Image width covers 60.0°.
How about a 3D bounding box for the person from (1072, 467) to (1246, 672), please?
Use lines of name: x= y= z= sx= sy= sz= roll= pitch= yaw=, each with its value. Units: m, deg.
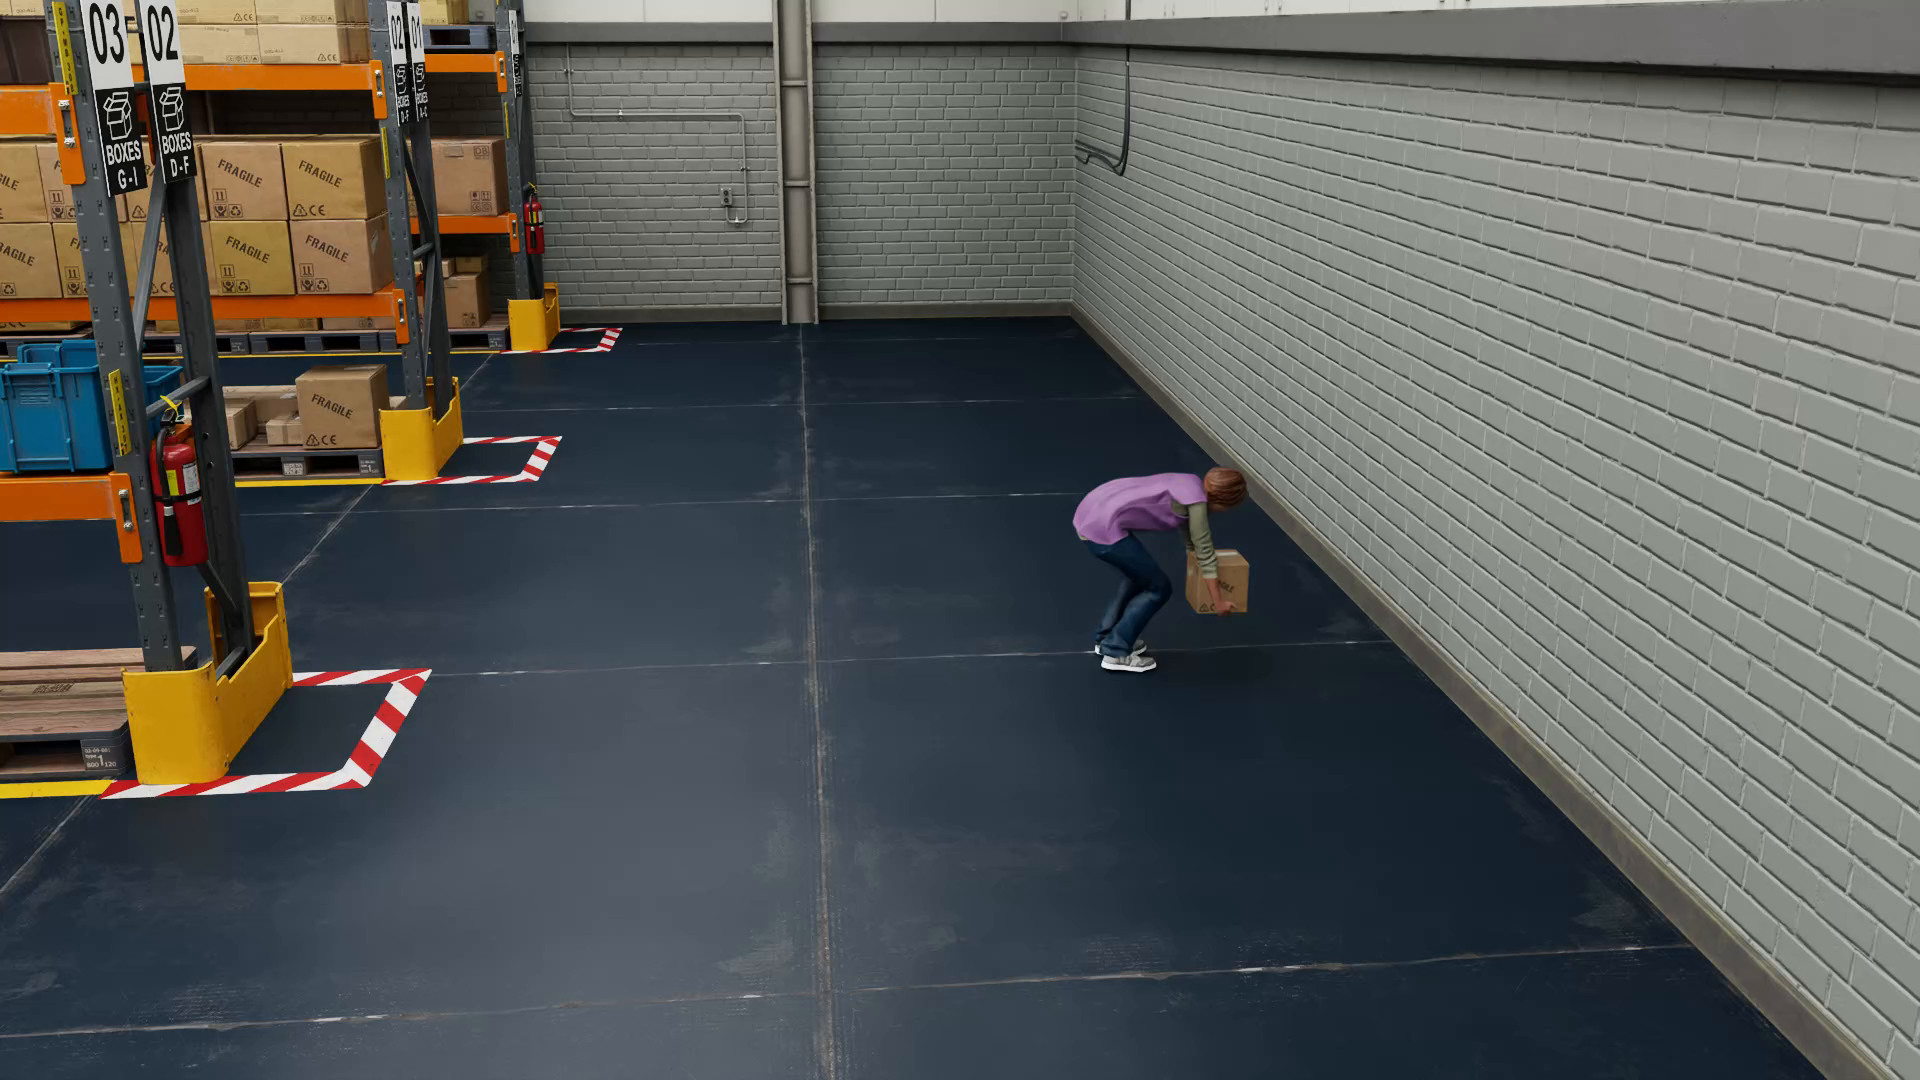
person: x=0.976 y=0.134 z=8.180 sx=0.861 sy=0.980 sz=0.421 roll=-3 pitch=17 yaw=-8
